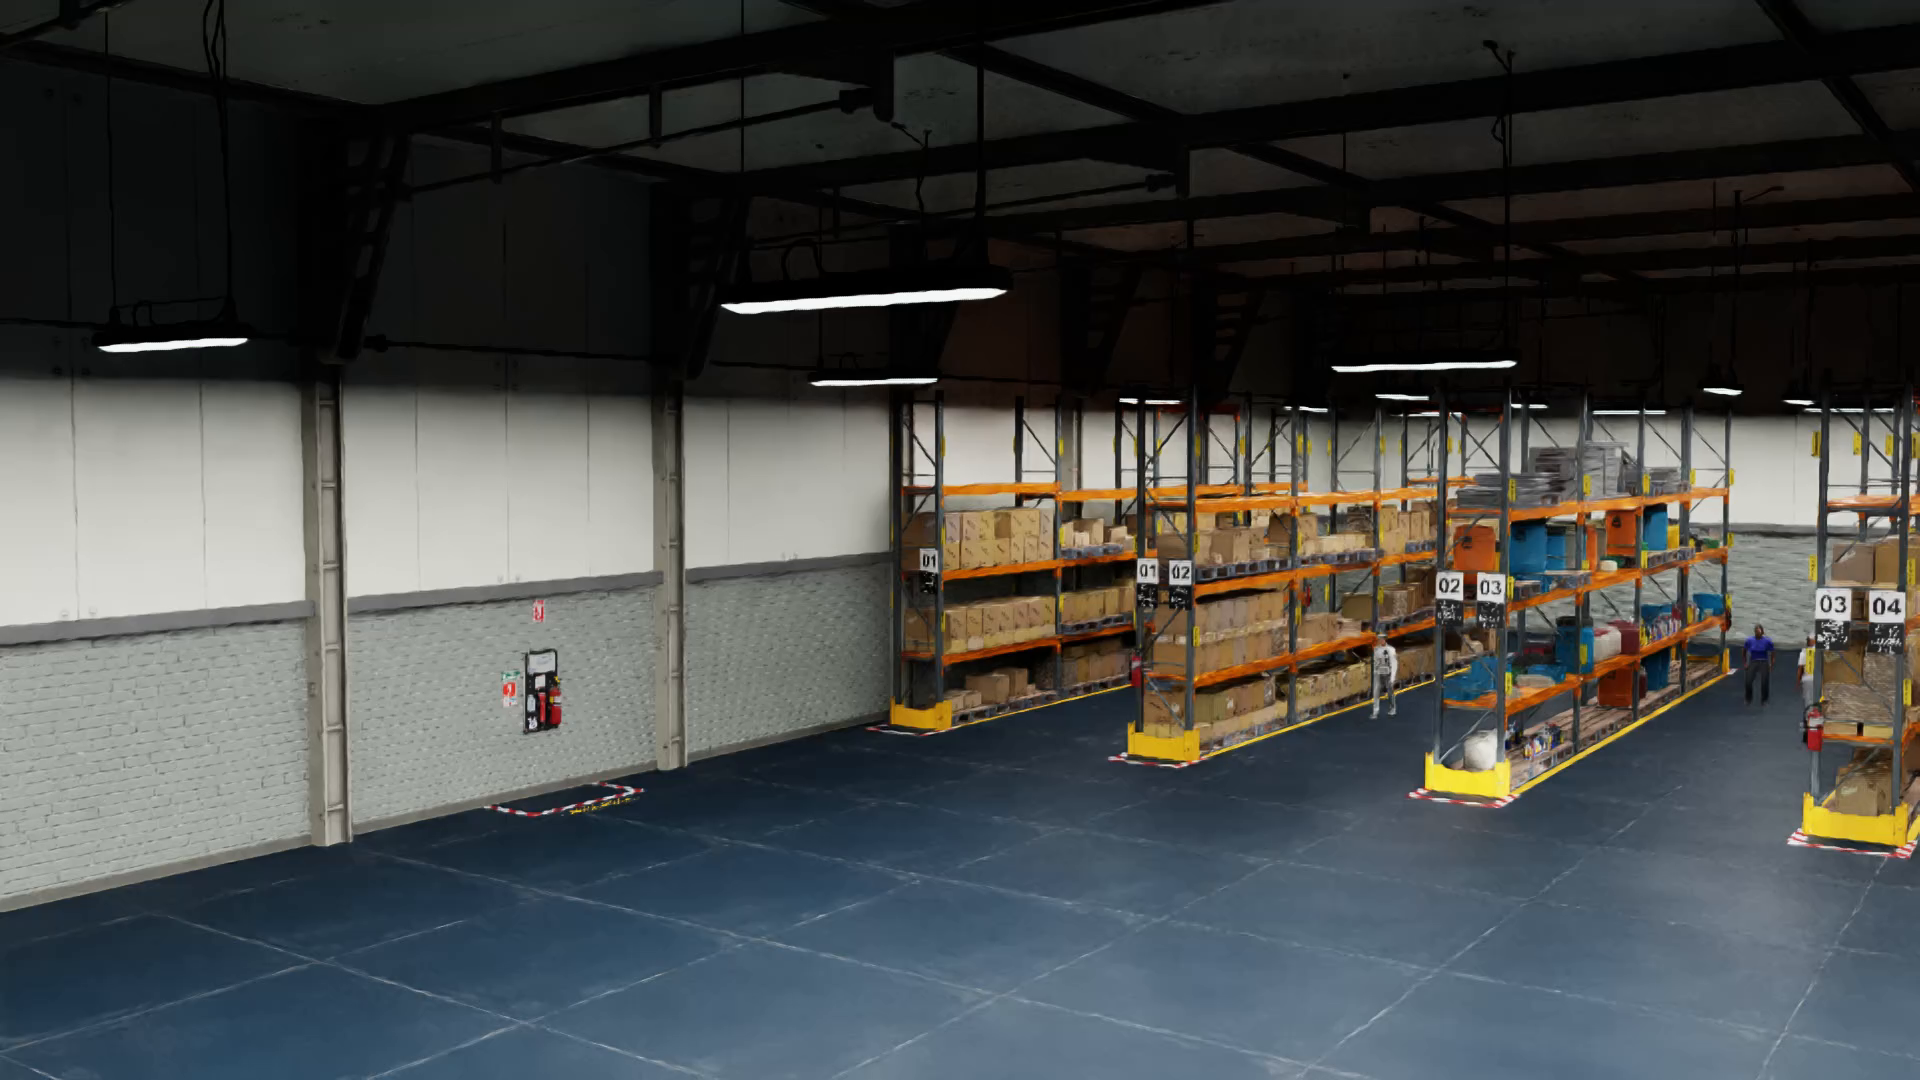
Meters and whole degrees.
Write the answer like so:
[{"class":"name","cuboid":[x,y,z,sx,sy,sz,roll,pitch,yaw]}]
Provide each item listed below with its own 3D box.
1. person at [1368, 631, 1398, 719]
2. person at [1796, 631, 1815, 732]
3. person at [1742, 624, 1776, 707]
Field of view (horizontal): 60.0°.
[{"class":"person","cuboid":[7.804,2.462,30.552,0.502,1.624,0.980,2,4,34]},{"class":"person","cuboid":[14.917,2.464,29.155,0.673,1.763,0.580,-1,3,-23]},{"class":"person","cuboid":[15.364,2.408,31.997,0.592,1.604,0.518,2,4,32]}]
